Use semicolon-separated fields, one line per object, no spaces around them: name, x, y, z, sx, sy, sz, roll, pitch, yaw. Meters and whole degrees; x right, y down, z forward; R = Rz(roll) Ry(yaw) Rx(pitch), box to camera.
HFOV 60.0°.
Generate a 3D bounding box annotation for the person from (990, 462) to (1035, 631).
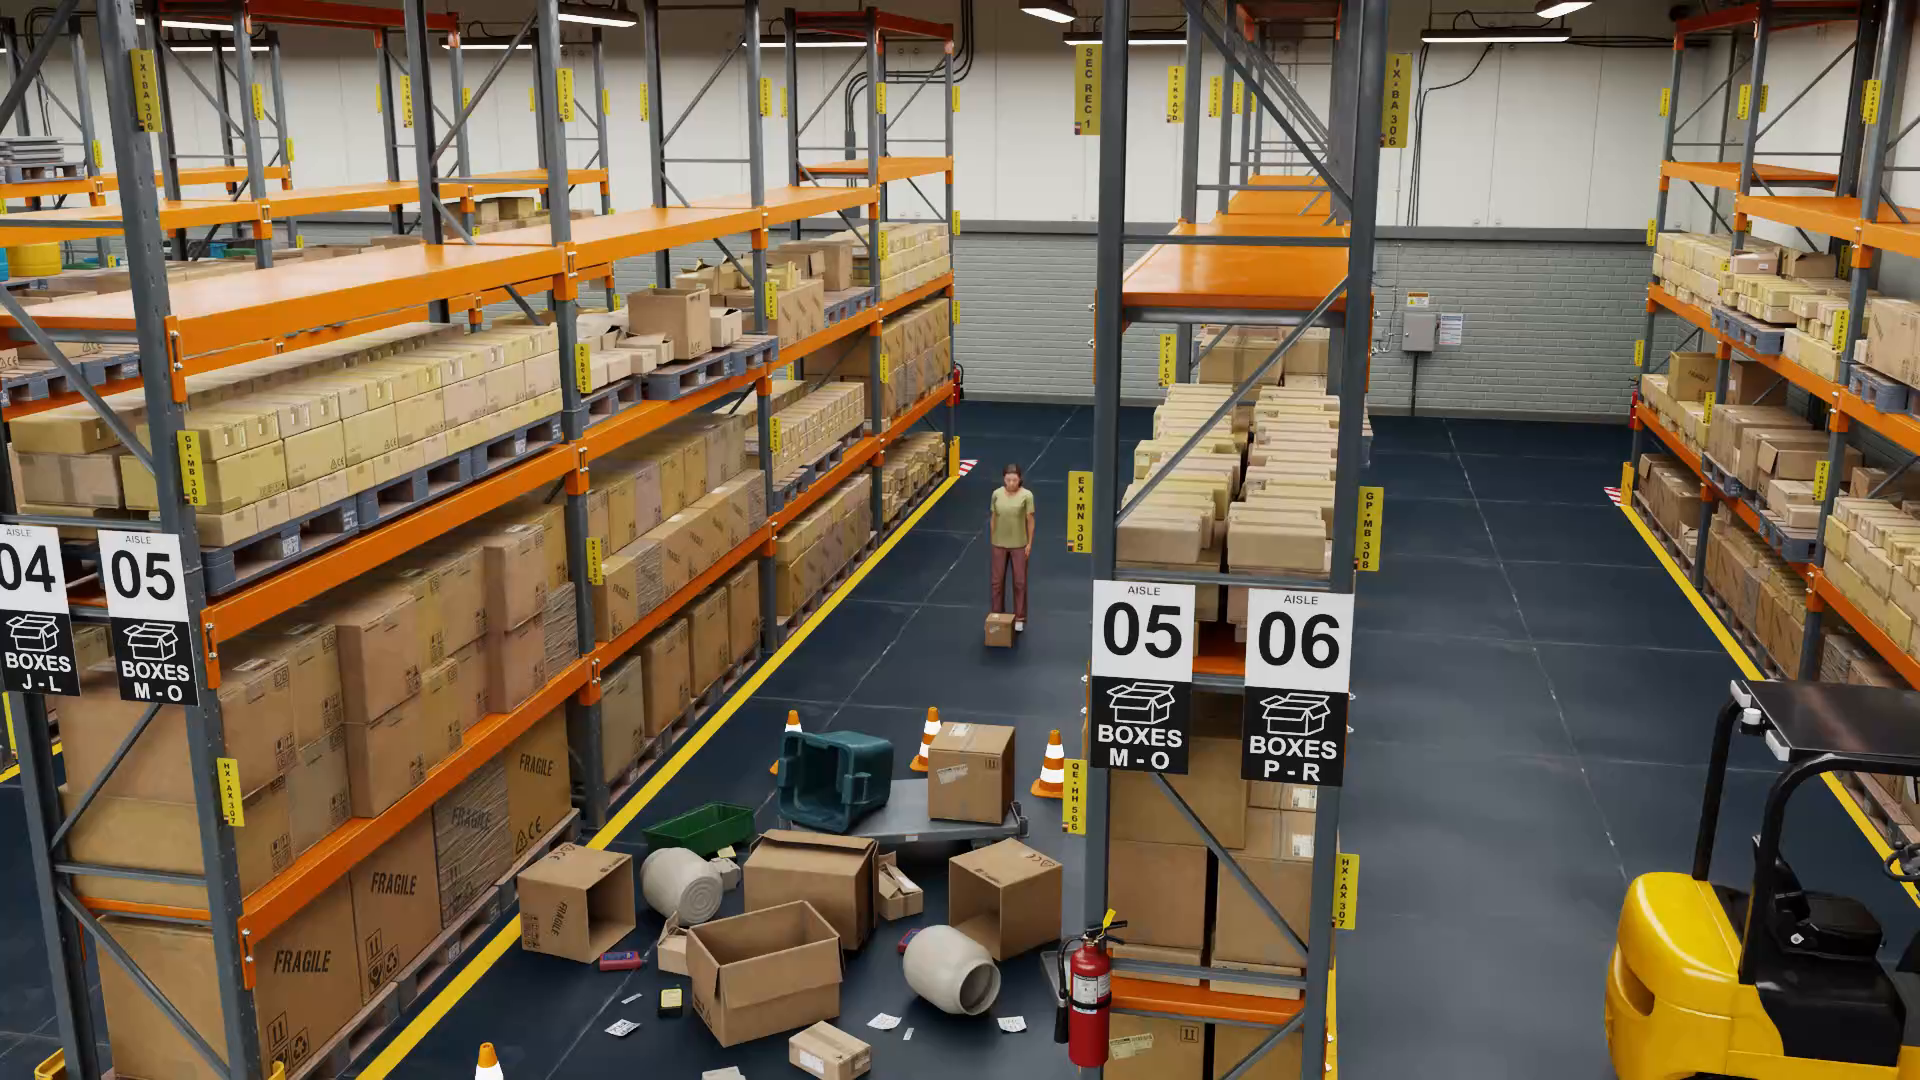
person;0.505;0.056;16.183;0.446;1.669;0.360;3;15;12
